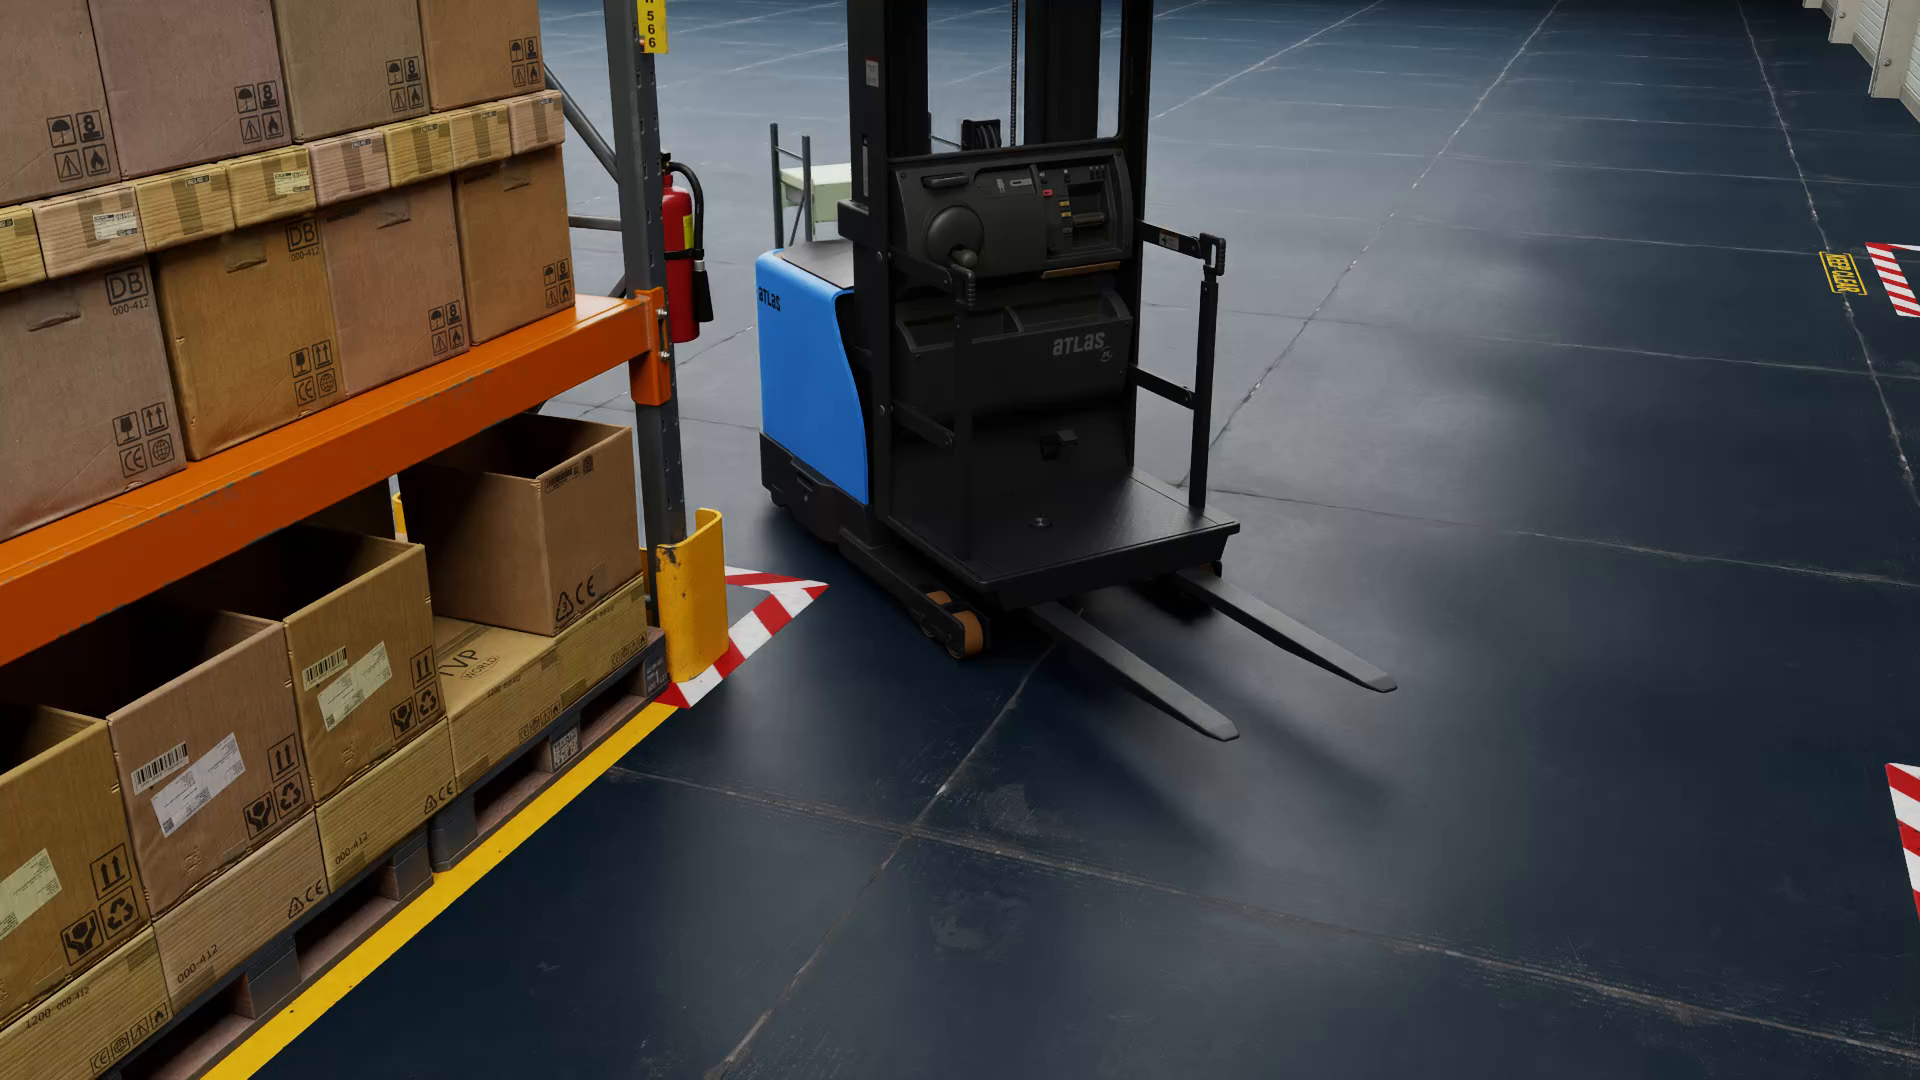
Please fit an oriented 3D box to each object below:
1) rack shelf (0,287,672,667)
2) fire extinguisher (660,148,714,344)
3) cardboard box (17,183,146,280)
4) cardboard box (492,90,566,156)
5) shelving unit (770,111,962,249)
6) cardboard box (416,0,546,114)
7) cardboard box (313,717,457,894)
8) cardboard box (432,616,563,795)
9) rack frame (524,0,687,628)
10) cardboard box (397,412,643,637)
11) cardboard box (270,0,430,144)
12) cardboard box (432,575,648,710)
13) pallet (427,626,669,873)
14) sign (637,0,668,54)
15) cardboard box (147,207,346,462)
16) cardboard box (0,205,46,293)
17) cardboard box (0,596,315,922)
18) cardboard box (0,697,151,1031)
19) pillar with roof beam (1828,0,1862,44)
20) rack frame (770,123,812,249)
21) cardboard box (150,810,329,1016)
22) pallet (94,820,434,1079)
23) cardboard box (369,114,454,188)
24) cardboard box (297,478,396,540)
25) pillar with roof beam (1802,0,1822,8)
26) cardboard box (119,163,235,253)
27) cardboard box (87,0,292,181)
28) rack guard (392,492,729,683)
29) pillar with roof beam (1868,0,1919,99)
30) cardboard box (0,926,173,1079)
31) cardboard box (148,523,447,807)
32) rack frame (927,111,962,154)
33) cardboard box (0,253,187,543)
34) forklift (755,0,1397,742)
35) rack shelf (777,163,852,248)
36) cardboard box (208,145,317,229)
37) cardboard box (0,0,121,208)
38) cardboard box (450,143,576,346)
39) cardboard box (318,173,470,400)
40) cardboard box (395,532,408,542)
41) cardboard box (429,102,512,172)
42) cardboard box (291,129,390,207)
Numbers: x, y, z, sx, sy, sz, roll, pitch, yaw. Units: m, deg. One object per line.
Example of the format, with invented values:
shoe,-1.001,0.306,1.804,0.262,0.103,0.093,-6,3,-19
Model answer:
rack shelf,-2.149,0.016,3.753,1.077,0.370,4.000,9,24,20
fire extinguisher,-0.931,-0.971,5.284,0.296,0.674,0.183,9,24,20
cardboard box,-1.945,-0.657,3.461,0.380,0.149,0.250,8,24,19
cardboard box,-1.371,-1.213,4.790,0.380,0.149,0.250,8,24,19
shelving unit,-0.391,-1.099,7.434,0.755,1.500,0.431,-11,25,-25
cardboard box,-1.611,-1.492,4.617,0.700,0.500,0.500,9,24,20
cardboard box,-1.690,0.638,4.354,0.500,0.250,0.500,9,24,20
cardboard box,-1.505,0.459,4.783,0.500,0.250,0.500,9,24,20
rack frame,-1.406,-1.031,5.327,1.000,3.000,0.127,9,24,20
cardboard box,-1.329,-0.068,5.070,0.500,0.500,0.500,9,24,20
cardboard box,-1.801,-1.303,4.165,0.700,0.500,0.500,8,24,19
cardboard box,-1.331,0.278,5.216,0.500,0.250,0.500,9,24,20
pallet,-1.651,0.535,5.195,1.003,0.211,1.213,9,24,20
sign,-0.907,-1.592,4.861,0.100,0.325,0.005,9,24,20
cardboard box,-1.972,-0.547,4.038,0.700,0.500,0.500,9,24,20
cardboard box,-2.040,-0.569,3.248,0.380,0.149,0.250,9,24,20
cardboard box,-1.874,0.471,3.781,0.500,0.500,0.500,9,24,20
cardboard box,-2.058,0.650,3.352,0.500,0.500,0.500,9,24,20
pillar with roof beam,8.656,-11.922,23.617,9.100,9.000,0.400,9,24,20
rack frame,-0.717,-1.035,7.281,0.023,1.500,0.400,-11,25,-25
cardboard box,-1.877,0.816,3.926,0.500,0.250,0.500,9,24,20
pallet,-2.106,0.970,4.154,1.003,0.211,1.213,9,24,20
cardboard box,-1.562,-1.027,4.347,0.380,0.149,0.250,8,24,19
cardboard box,-1.996,0.037,4.820,0.500,0.500,0.500,9,24,20
pillar with roof beam,10.884,-14.069,28.757,9.100,9.000,0.400,9,24,20
cardboard box,-1.851,-0.749,3.681,0.380,0.149,0.250,9,24,22
cardboard box,-1.988,-1.122,3.733,0.700,0.500,0.500,9,24,20
rack guard,-1.397,0.113,5.830,1.175,0.500,0.348,9,24,20
pillar with roof beam,6.427,-9.775,18.477,9.100,9.000,0.400,9,24,20
cardboard box,-2.057,0.996,3.496,0.500,0.250,0.500,9,24,20
cardboard box,-1.687,0.292,4.209,0.500,0.500,0.500,9,24,20
rack frame,-0.065,-1.163,7.588,0.023,1.500,0.400,-11,25,-25
cardboard box,-2.164,-0.358,3.585,0.700,0.500,0.500,10,24,22
forklift,0.309,-1.141,5.678,1.130,2.935,3.031,-12,26,-27
rack shelf,-0.391,-1.459,7.284,0.720,0.370,0.431,-11,25,-25
cardboard box,-1.755,-0.844,3.907,0.380,0.149,0.250,10,25,22
cardboard box,-2.174,-0.943,3.303,0.700,0.500,0.500,9,24,20
cardboard box,-1.591,-0.912,4.912,0.700,0.500,0.500,9,24,20
cardboard box,-1.782,-0.724,4.461,0.700,0.500,0.500,9,24,21
cardboard box,-1.812,0.204,5.393,0.500,0.250,0.500,9,24,20
cardboard box,-1.467,-1.119,4.566,0.380,0.149,0.250,9,24,21
cardboard box,-1.657,-0.938,4.132,0.380,0.149,0.250,9,24,21
